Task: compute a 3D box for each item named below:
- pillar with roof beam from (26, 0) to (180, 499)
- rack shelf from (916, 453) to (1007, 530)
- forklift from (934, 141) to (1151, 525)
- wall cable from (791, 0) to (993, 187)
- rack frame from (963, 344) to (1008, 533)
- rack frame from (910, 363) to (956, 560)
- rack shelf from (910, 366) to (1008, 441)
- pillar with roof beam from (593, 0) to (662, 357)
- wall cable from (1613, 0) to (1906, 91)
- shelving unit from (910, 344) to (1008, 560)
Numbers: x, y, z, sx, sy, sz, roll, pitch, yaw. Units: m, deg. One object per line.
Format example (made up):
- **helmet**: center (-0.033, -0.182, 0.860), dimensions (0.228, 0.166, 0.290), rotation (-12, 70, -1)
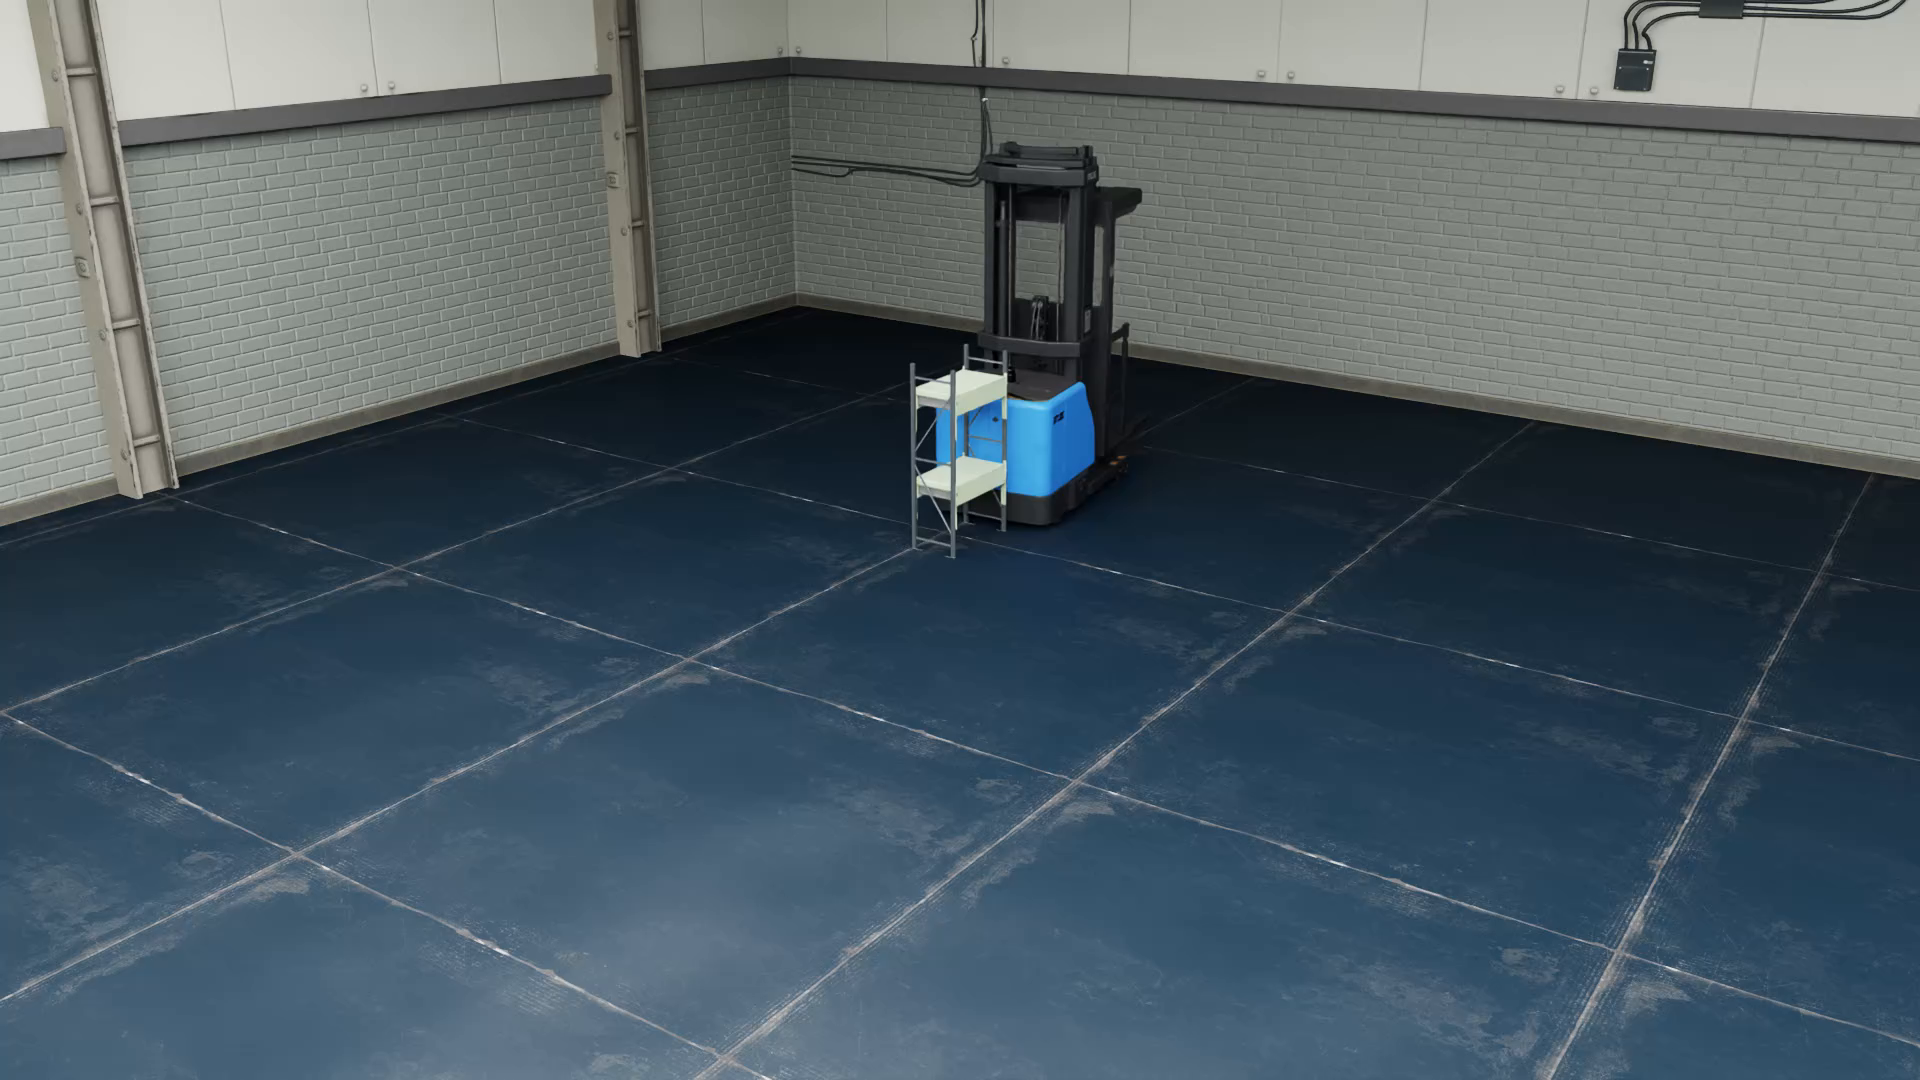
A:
- **pillar with roof beam**: center (-3.484, -3.816, 10.610), dimensions (9.100, 9.000, 0.400), rotation (13, 24, 32)
- **rack shelf**: center (-0.002, -0.392, 13.102), dimensions (0.431, 0.370, 0.720), rotation (13, 24, 31)
- **forklift**: center (0.878, -1.965, 14.352), dimensions (1.130, 2.935, 3.031), rotation (9, 22, 24)
- **wall cable**: center (-0.922, -5.508, 19.660), dimensions (3.097, 2.526, 0.112), rotation (13, 24, 32)
- **rack frame**: center (0.200, -0.803, 13.274), dimensions (0.400, 1.500, 0.023), rotation (13, 24, 31)
- **rack frame**: center (-0.205, -0.592, 12.703), dimensions (0.400, 1.500, 0.023), rotation (13, 24, 31)
- **rack shelf**: center (-0.002, -1.063, 12.853), dimensions (0.431, 0.370, 0.720), rotation (13, 24, 31)
- **pillar with roof beam**: center (-0.111, -5.537, 15.264), dimensions (9.100, 9.000, 0.400), rotation (13, 24, 32)
- **wall cable**: center (6.920, -6.703, 13.514), dimensions (2.305, 6.003, 0.169), rotation (13, 24, 32)
- **shelving unit**: center (-0.002, -0.697, 12.989), dimensions (0.431, 1.500, 0.755), rotation (13, 24, 31)
